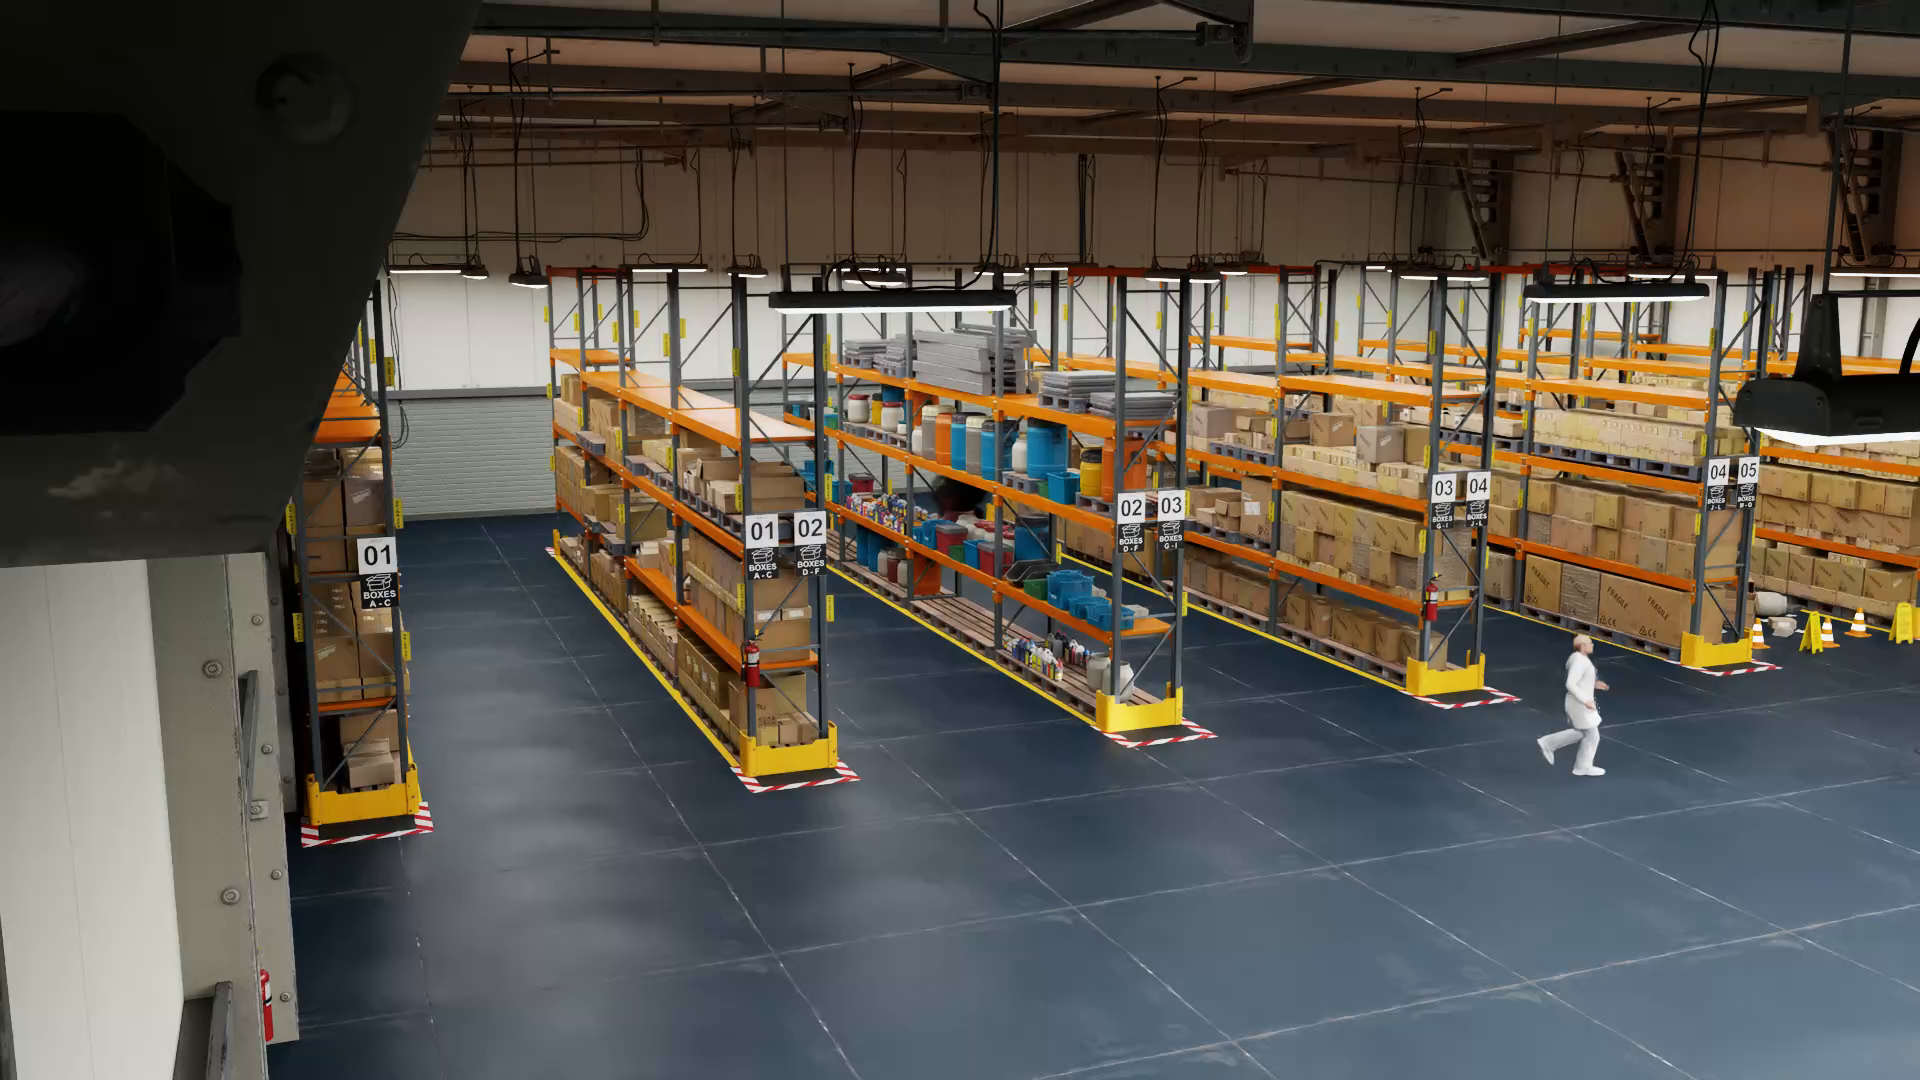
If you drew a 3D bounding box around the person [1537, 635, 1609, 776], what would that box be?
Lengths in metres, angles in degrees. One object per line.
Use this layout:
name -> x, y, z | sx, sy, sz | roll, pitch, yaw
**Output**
person -> 7.451, 1.998, 20.146 | 0.798, 1.742, 0.709 | 2, 10, 12
